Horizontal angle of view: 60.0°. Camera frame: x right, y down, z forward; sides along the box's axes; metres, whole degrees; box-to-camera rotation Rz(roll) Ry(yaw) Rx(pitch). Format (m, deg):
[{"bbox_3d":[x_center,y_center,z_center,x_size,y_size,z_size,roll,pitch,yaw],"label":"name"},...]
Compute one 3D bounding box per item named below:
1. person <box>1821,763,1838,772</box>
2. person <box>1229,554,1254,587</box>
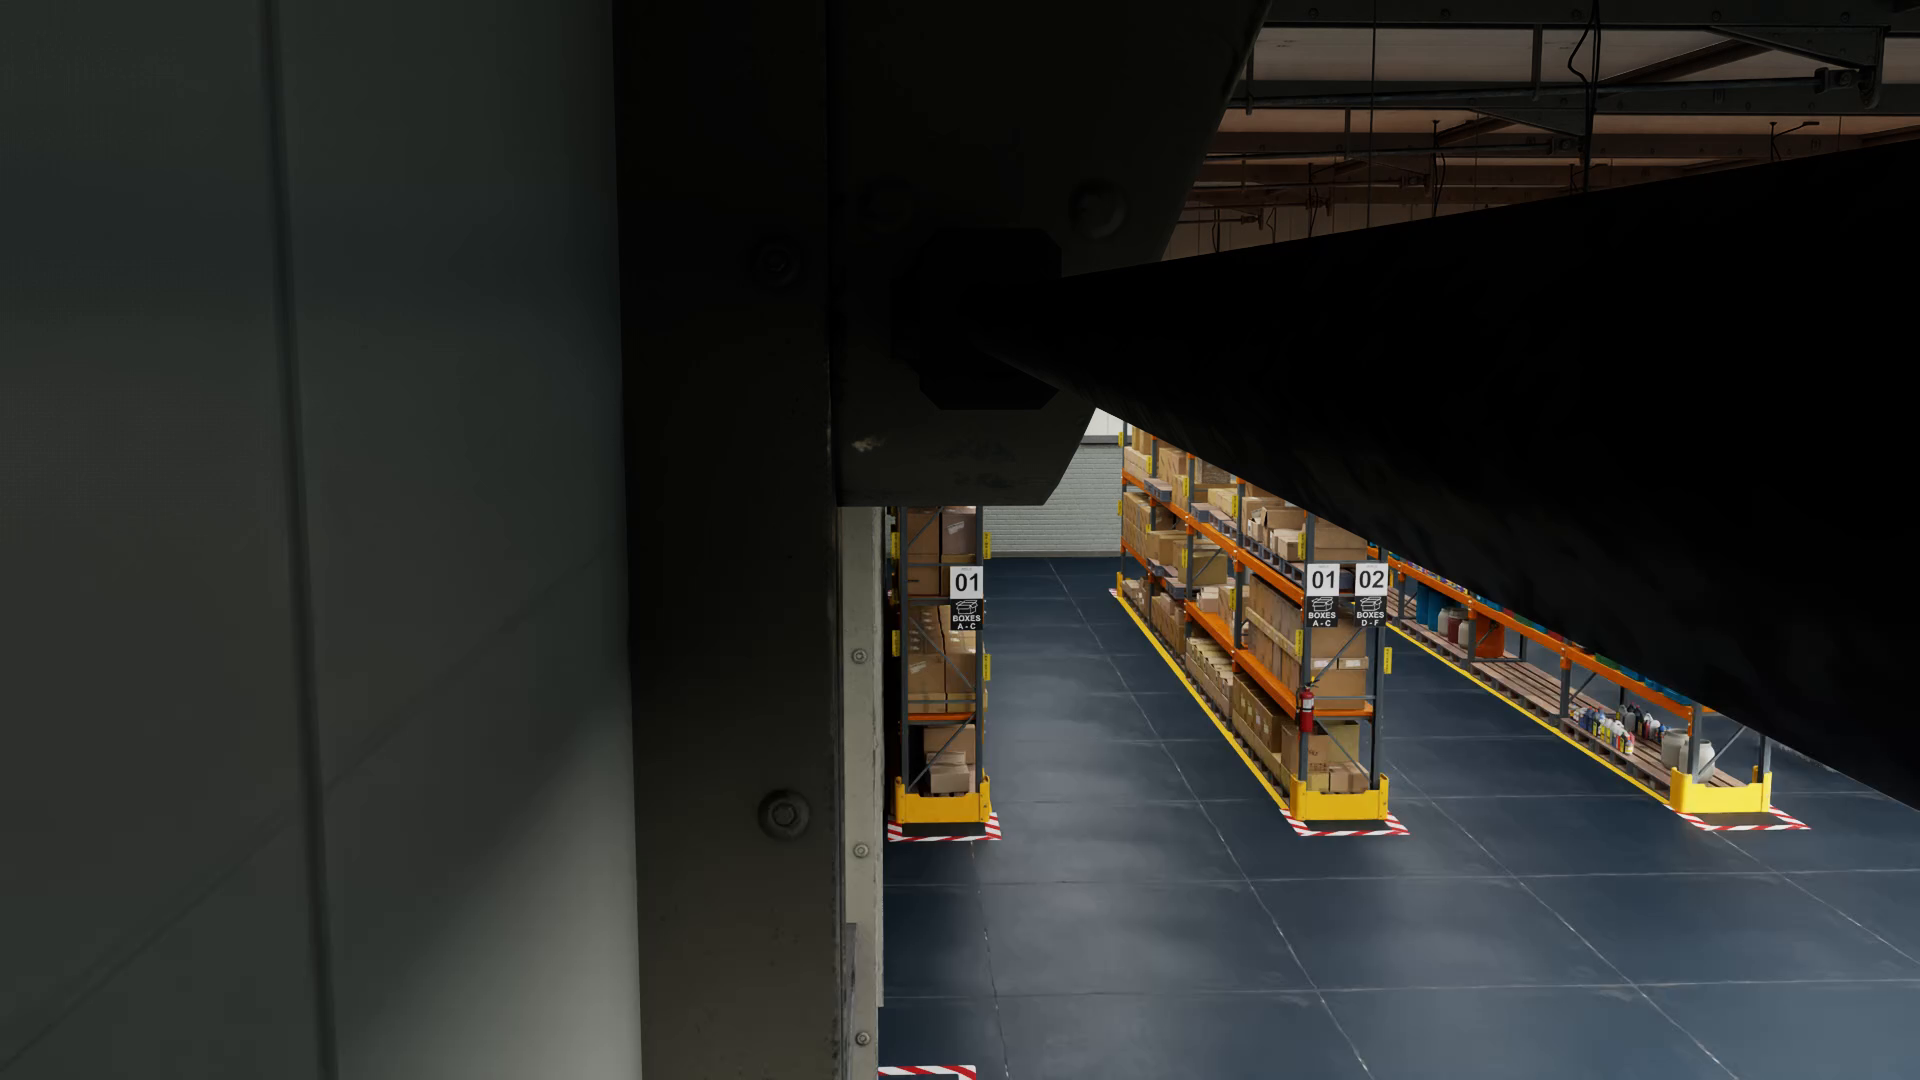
[{"bbox_3d":[11.990,2.241,22.922,0.614,1.788,0.712,-2,8,-14],"label":"person"},{"bbox_3d":[6.071,0.529,35.437,0.702,1.682,0.724,1,8,7],"label":"person"}]
